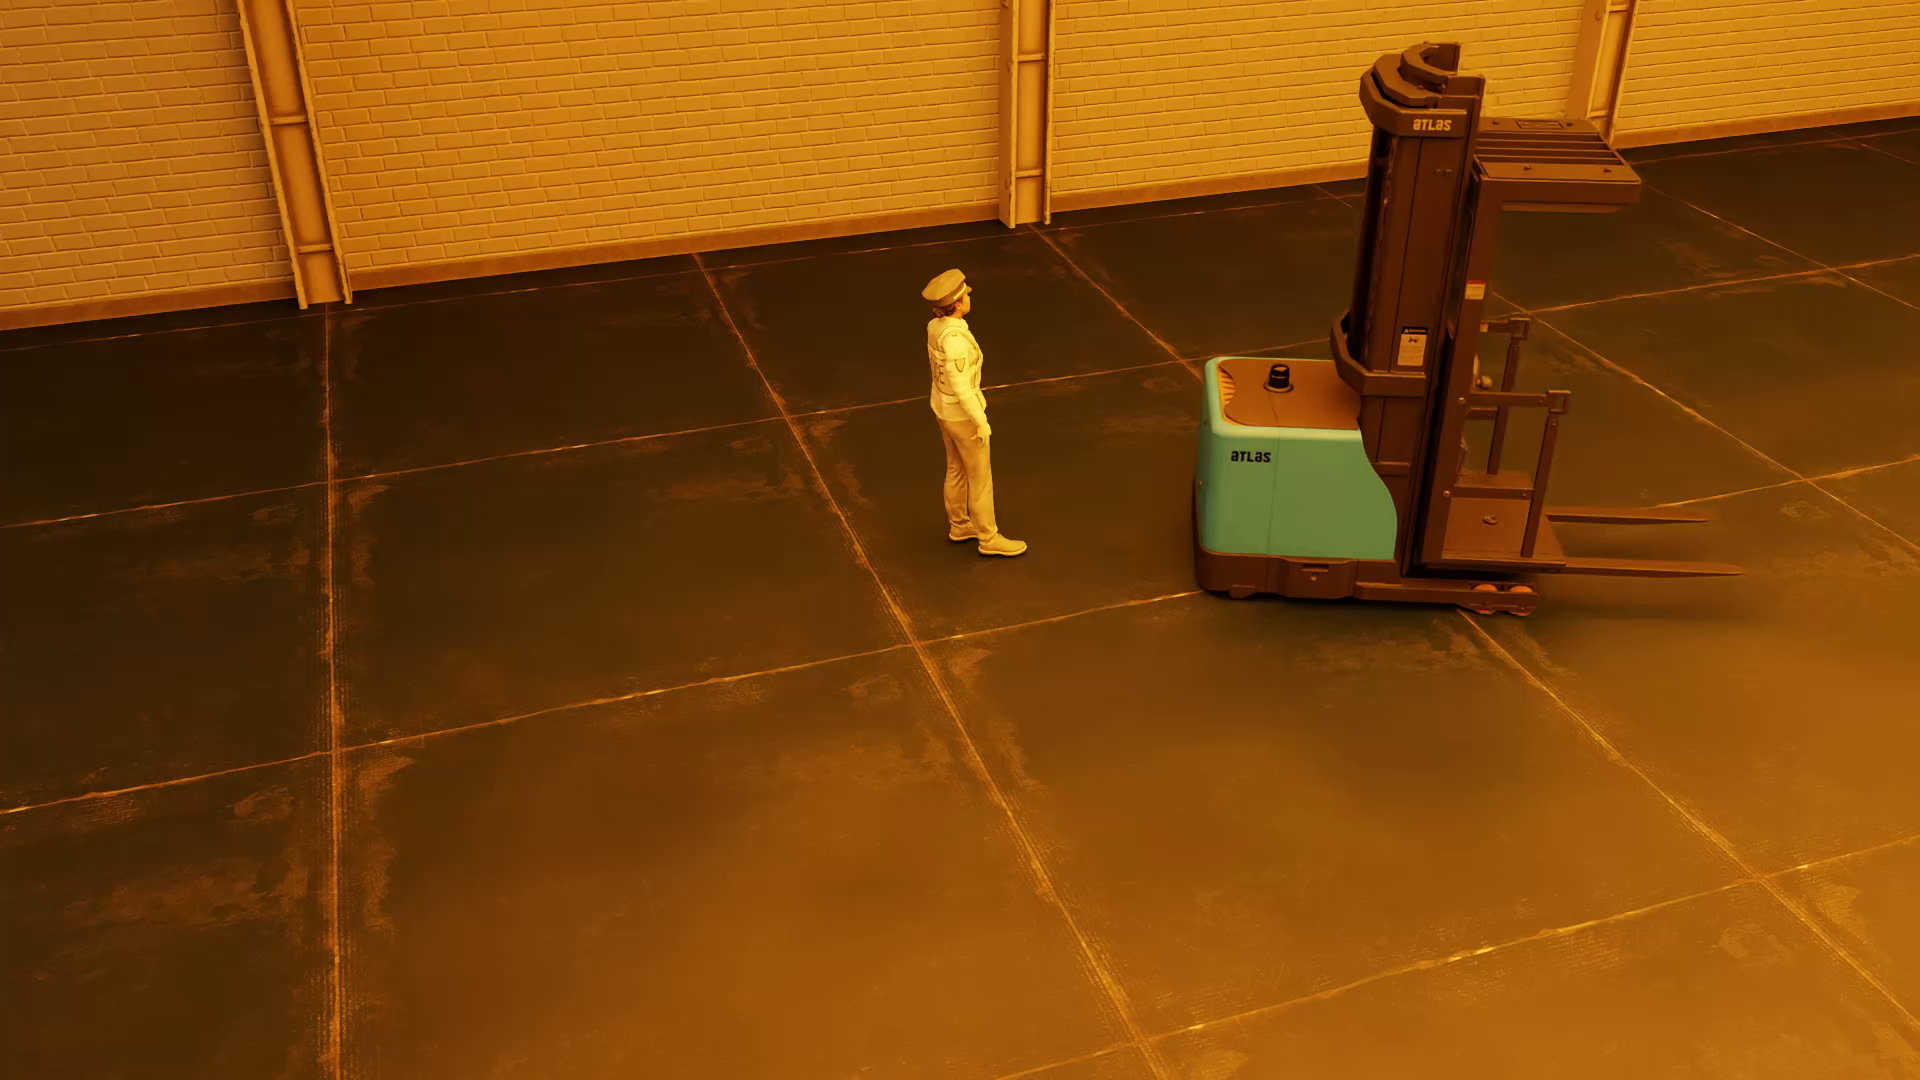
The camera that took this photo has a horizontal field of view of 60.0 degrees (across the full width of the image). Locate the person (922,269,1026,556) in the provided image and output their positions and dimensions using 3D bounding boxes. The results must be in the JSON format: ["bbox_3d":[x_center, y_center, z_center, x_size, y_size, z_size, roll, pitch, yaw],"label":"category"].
[{"bbox_3d":[0.067,-0.748,9.613,0.531,1.694,0.586,-10,31,-16],"label":"person"}]

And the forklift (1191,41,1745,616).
[{"bbox_3d":[2.892,-1.123,9.040,3.031,2.935,1.130,2,30,4],"label":"forklift"}]
